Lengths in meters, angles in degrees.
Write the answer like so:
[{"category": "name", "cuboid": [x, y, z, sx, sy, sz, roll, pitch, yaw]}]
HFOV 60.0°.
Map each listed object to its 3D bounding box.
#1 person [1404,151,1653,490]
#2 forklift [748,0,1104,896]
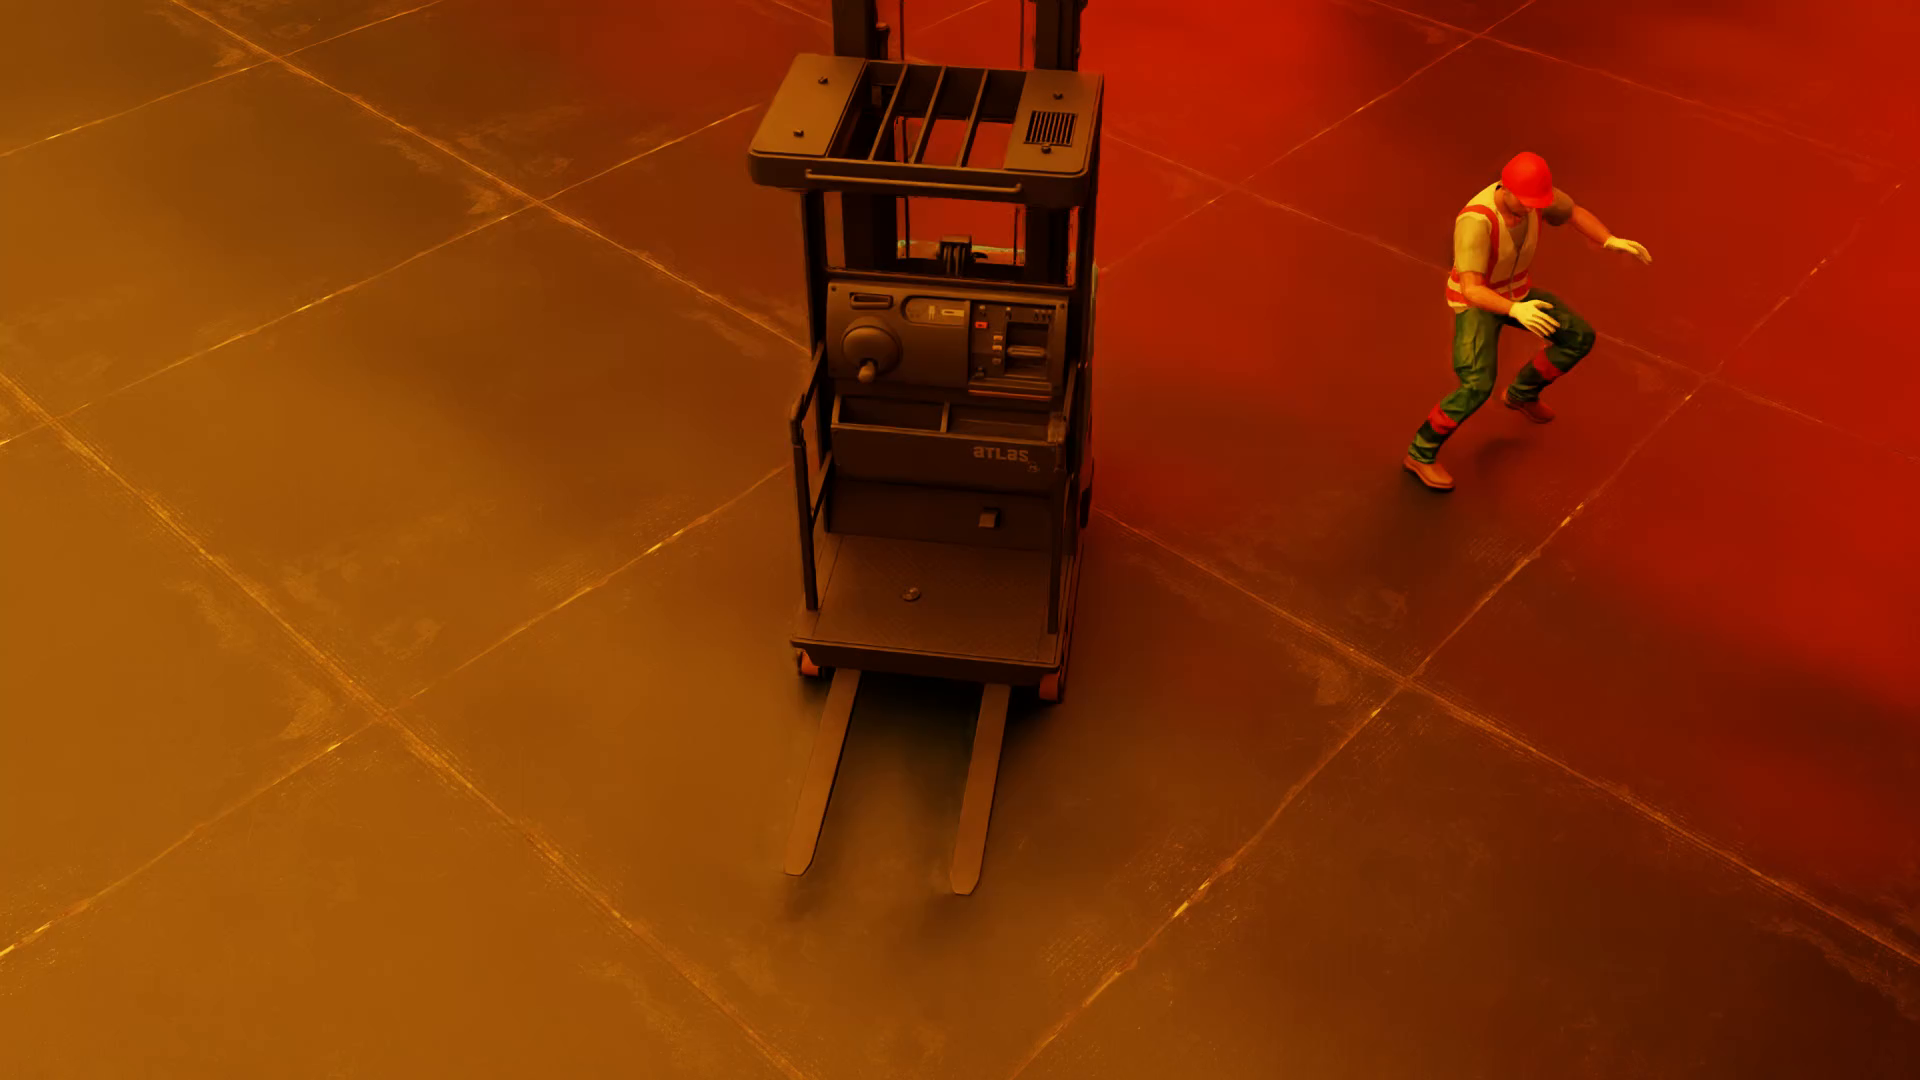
[{"category": "person", "cuboid": [2.619, -1.065, 7.729, 1.010, 1.557, 0.787, -19, 44, -21]}, {"category": "forklift", "cuboid": [-0.080, -0.694, 6.237, 1.130, 2.935, 3.031, 5, 41, 6]}]
